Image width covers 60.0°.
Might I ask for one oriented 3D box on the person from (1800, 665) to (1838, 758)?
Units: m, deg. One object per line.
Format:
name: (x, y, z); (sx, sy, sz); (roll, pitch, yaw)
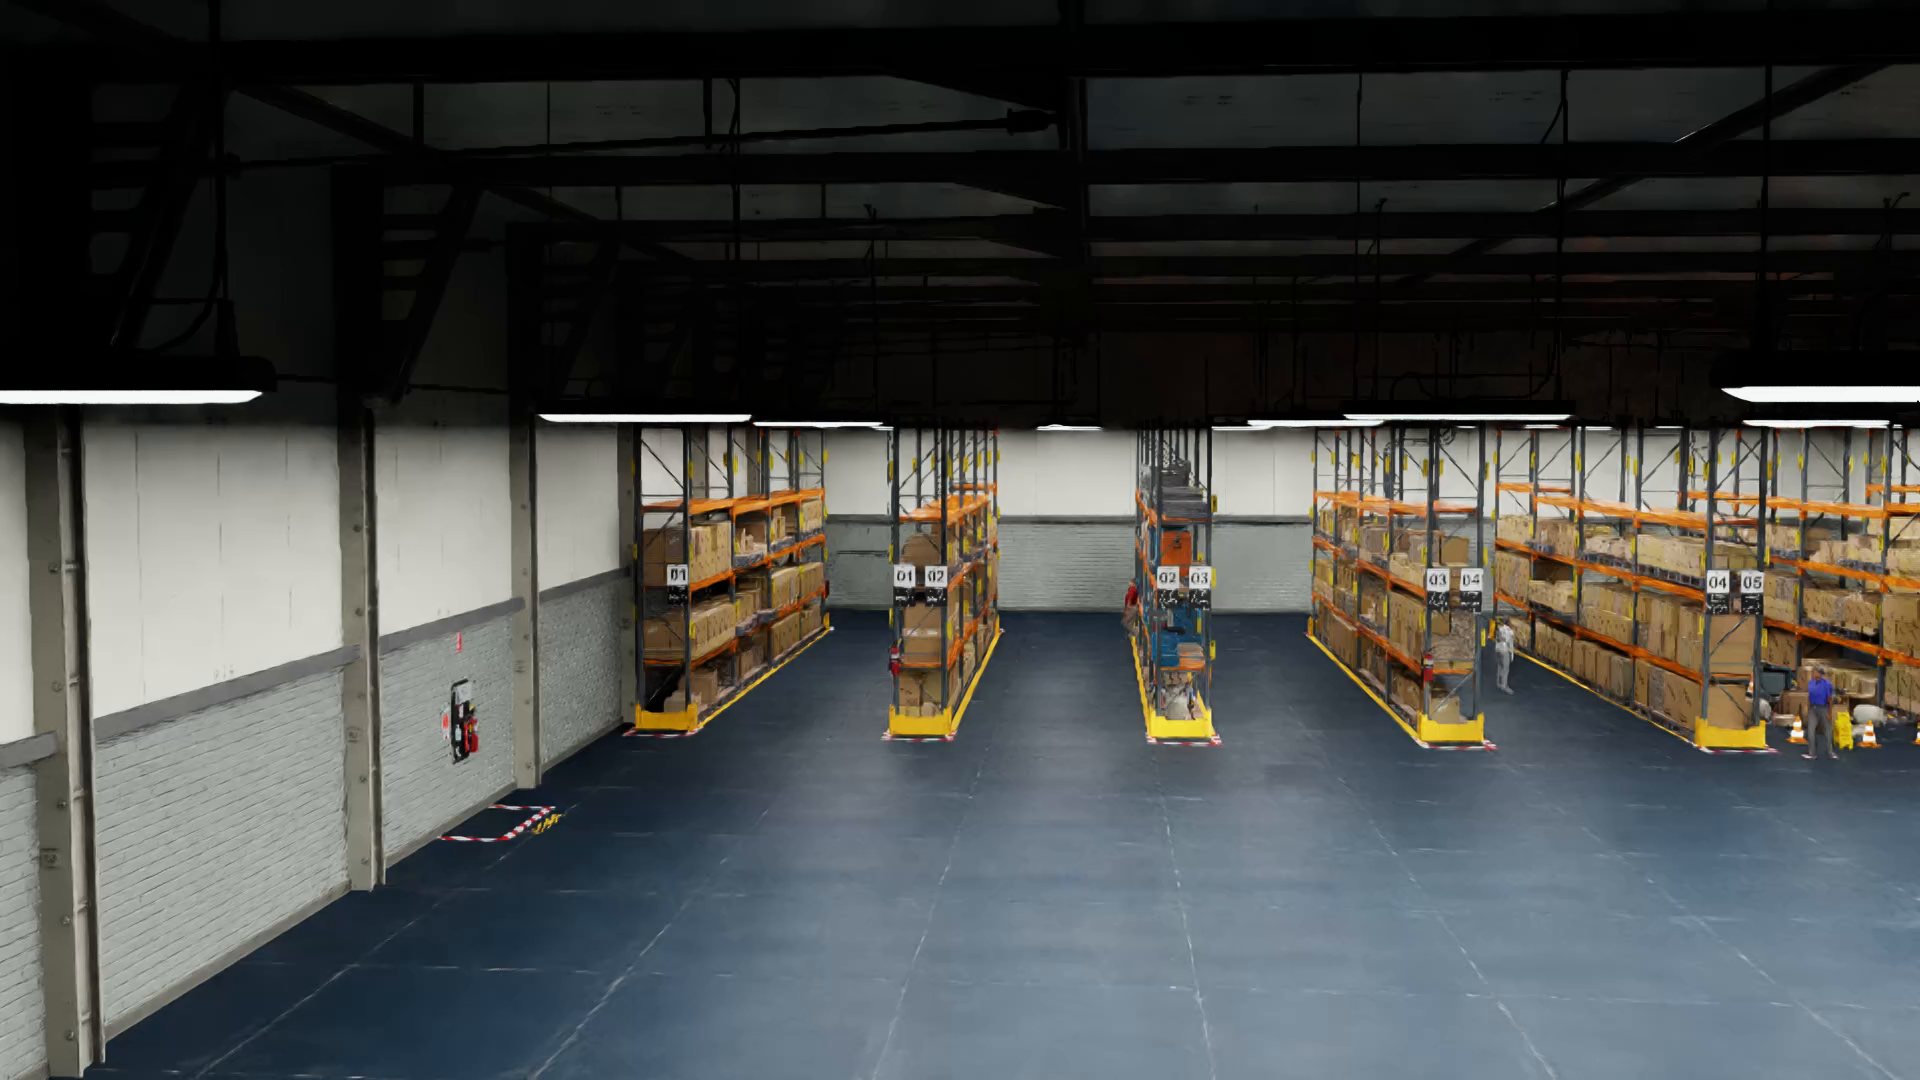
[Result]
person: (15.095, 3.003, 29.137); (0.555, 1.652, 0.514); (-2, 4, -31)

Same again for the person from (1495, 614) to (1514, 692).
person: (12.018, 2.480, 36.609); (0.433, 1.684, 0.553); (-2, 4, -23)

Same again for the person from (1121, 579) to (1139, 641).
person: (4.616, 1.905, 45.089); (0.585, 1.700, 0.673); (1, 4, 19)
